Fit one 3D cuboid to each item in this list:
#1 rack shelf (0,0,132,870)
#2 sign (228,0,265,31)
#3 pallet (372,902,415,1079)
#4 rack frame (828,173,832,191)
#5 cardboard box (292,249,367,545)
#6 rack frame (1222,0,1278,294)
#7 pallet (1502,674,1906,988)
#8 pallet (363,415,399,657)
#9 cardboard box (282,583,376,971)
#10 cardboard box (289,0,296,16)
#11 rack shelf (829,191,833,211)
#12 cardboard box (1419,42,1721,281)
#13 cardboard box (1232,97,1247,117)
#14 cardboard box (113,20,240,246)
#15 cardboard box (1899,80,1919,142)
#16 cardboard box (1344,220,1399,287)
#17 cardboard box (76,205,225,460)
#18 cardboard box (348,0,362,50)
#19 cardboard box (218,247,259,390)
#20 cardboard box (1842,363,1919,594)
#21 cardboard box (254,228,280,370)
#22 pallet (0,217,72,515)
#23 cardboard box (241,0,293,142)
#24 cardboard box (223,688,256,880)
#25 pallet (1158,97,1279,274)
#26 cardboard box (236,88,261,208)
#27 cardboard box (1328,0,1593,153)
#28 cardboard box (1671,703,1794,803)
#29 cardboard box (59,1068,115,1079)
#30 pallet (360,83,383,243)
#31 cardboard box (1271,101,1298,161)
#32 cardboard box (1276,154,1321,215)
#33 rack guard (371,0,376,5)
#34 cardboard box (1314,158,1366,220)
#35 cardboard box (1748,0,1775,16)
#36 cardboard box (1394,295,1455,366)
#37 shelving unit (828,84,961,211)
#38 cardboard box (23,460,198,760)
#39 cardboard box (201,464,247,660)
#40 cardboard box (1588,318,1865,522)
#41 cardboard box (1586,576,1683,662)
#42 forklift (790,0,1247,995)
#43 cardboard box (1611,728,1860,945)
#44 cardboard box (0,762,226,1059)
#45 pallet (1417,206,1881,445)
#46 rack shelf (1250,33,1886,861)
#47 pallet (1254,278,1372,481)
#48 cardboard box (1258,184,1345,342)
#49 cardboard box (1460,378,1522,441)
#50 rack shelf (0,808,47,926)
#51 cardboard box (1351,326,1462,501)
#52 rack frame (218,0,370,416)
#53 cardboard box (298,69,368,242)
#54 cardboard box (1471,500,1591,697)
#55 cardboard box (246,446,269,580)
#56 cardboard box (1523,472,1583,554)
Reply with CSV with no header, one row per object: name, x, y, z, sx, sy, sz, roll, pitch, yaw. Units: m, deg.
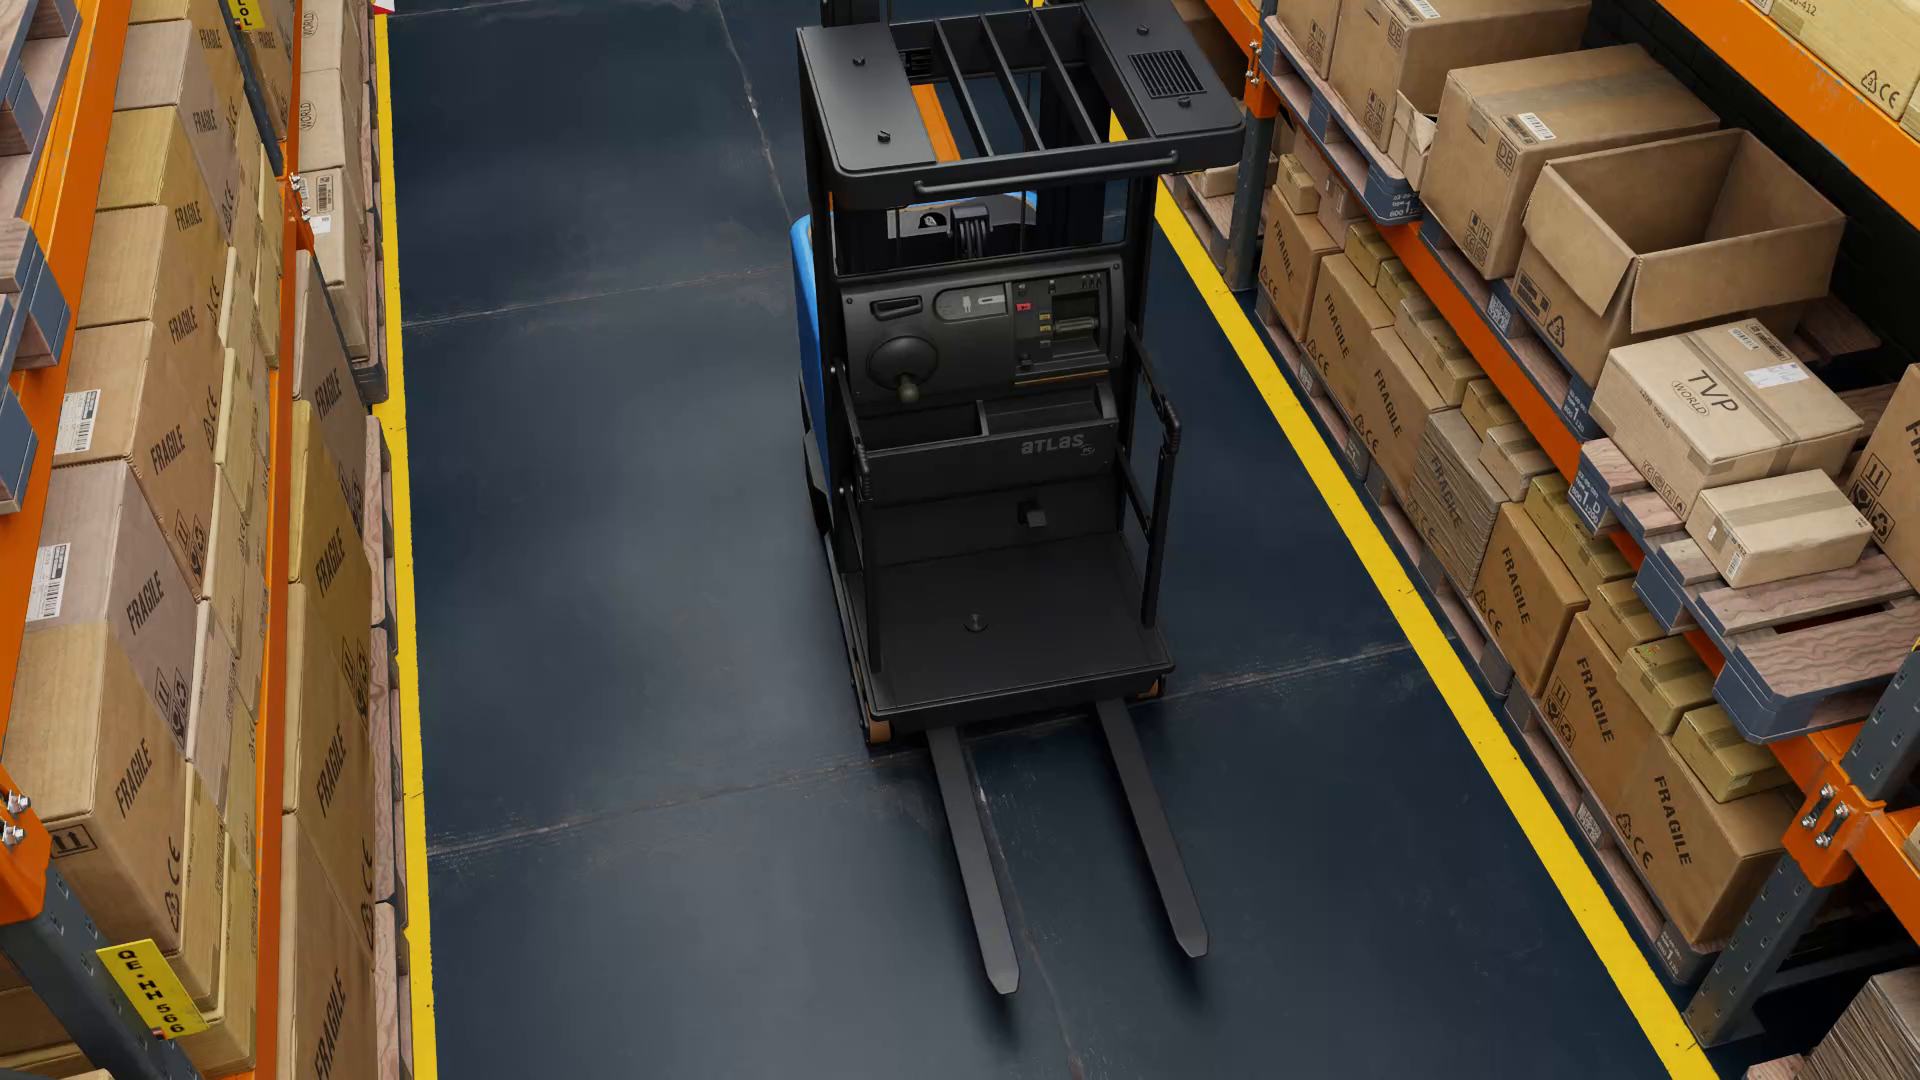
rack shelf,-2.526,-0.860,3.896,1.077,0.370,4.000,-11,47,-10
sign,-2.516,-1.926,5.782,0.100,0.325,0.005,-11,47,-10
pallet,-2.143,1.737,4.900,1.003,0.211,1.213,-11,47,-10
rack frame,-0.388,-1.764,7.691,0.500,1.125,0.032,-9,46,-8
cardboard box,-2.802,-0.432,6.267,0.875,0.875,0.875,-9,46,-9
rack frame,1.759,-2.353,6.955,1.000,3.000,0.127,-11,47,-10
pallet,2.628,0.863,5.757,1.003,0.211,1.213,-11,47,-10
pallet,-2.768,0.052,6.551,1.003,0.211,1.213,-11,47,-10
cardboard box,-2.335,0.807,5.052,0.875,0.875,0.875,-10,46,-10
cardboard box,-3.151,-2.542,7.071,0.500,0.500,0.500,-10,47,-10
rack shelf,-0.283,-1.237,7.517,0.538,0.278,1.000,-9,46,-8
cardboard box,2.000,-1.260,5.521,0.700,0.500,0.500,-11,47,-11
cardboard box,1.241,-2.120,8.348,0.396,0.266,0.258,-9,46,-9
cardboard box,-2.542,-1.209,5.065,0.500,0.500,0.500,-10,46,-10
cardboard box,2.417,-0.898,3.535,0.500,0.250,0.500,-12,47,-12
cardboard box,1.816,-1.203,6.831,0.380,0.149,0.250,-13,47,-12
cardboard box,-2.284,-0.501,4.370,0.500,0.500,0.500,-10,46,-10
cardboard box,-3.797,-3.017,9.106,0.875,0.438,0.875,-12,47,-12
cardboard box,-2.417,-0.605,4.997,0.500,0.250,0.500,-10,46,-9
cardboard box,2.802,-0.157,4.439,0.500,0.500,0.500,-9,46,-8
cardboard box,-2.551,-0.775,5.514,0.500,0.250,0.500,-11,47,-11
pallet,-2.230,-0.099,2.779,1.213,0.211,1.003,-9,46,-8
cardboard box,-2.905,-1.849,6.392,0.500,0.500,0.500,-9,46,-9
cardboard box,-2.045,0.637,4.131,0.500,0.250,0.500,-12,47,-11
pallet,1.584,-1.851,8.416,1.003,0.211,1.213,-11,47,-10
cardboard box,-2.690,-1.305,5.684,0.500,0.250,0.500,-11,47,-10
cardboard box,1.799,-1.802,6.052,0.700,0.500,0.500,-10,46,-10
cardboard box,2.412,0.615,5.049,0.380,0.149,0.250,-13,47,-12
cardboard box,-1.629,1.296,2.807,0.500,0.500,0.500,-12,47,-11
pallet,-3.473,-1.850,8.415,1.003,0.211,1.213,-11,47,-10
cardboard box,1.818,-2.058,8.255,0.500,0.311,0.500,-9,46,-9
cardboard box,1.594,-1.555,7.176,0.380,0.149,0.250,-9,46,-8
rack guard,-4.068,-3.346,9.679,1.175,0.500,0.348,-11,47,-10
cardboard box,1.706,-1.489,6.903,0.380,0.149,0.250,-13,47,-12
cardboard box,2.159,-1.591,4.213,0.500,0.250,0.500,-11,47,-10
cardboard box,1.927,-0.837,6.472,0.380,0.149,0.250,-11,47,-10
shelving unit,-0.283,-1.408,7.343,0.538,1.125,1.048,-9,46,-8
cardboard box,-2.041,0.208,3.676,0.500,0.500,0.500,-11,47,-10
cardboard box,-2.152,0.098,4.308,0.500,0.250,0.500,-11,47,-10
cardboard box,2.200,-0.355,4.808,0.500,0.250,0.500,-13,47,-12
cardboard box,2.287,0.243,5.414,0.380,0.149,0.250,-12,47,-12
forklift,0.130,-0.588,5.274,1.130,2.935,3.031,-9,46,-8
cardboard box,2.467,0.884,5.239,0.500,0.500,0.500,-9,46,-9
cardboard box,-1.905,0.802,3.619,0.500,0.250,0.500,-11,47,-11
pallet,2.281,-0.866,5.632,1.003,0.211,1.213,-11,47,-10
rack shelf,2.271,-0.720,5.859,1.077,0.370,4.000,-11,47,-10
pallet,2.004,-0.822,7.408,1.003,0.211,1.213,-11,47,-10
cardboard box,1.665,-1.250,7.331,0.500,0.500,0.500,-9,46,-9
cardboard box,2.086,-0.484,6.126,0.380,0.149,0.250,-11,47,-10
rack shelf,-1.502,1.902,1.189,1.077,0.370,4.000,-11,47,-10
cardboard box,1.935,-0.538,6.634,0.500,0.500,0.500,-12,47,-11
rack frame,-3.038,-1.442,6.063,1.000,3.000,0.127,-11,47,-10
cardboard box,-3.325,-1.764,7.878,0.875,0.438,0.875,-12,47,-11
cardboard box,2.212,0.176,5.933,0.500,0.500,0.500,-9,46,-9
cardboard box,-2.303,-0.067,4.820,0.500,0.250,0.500,-11,47,-10
cardboard box,2.199,-0.120,5.769,0.380,0.149,0.250,-11,47,-11
